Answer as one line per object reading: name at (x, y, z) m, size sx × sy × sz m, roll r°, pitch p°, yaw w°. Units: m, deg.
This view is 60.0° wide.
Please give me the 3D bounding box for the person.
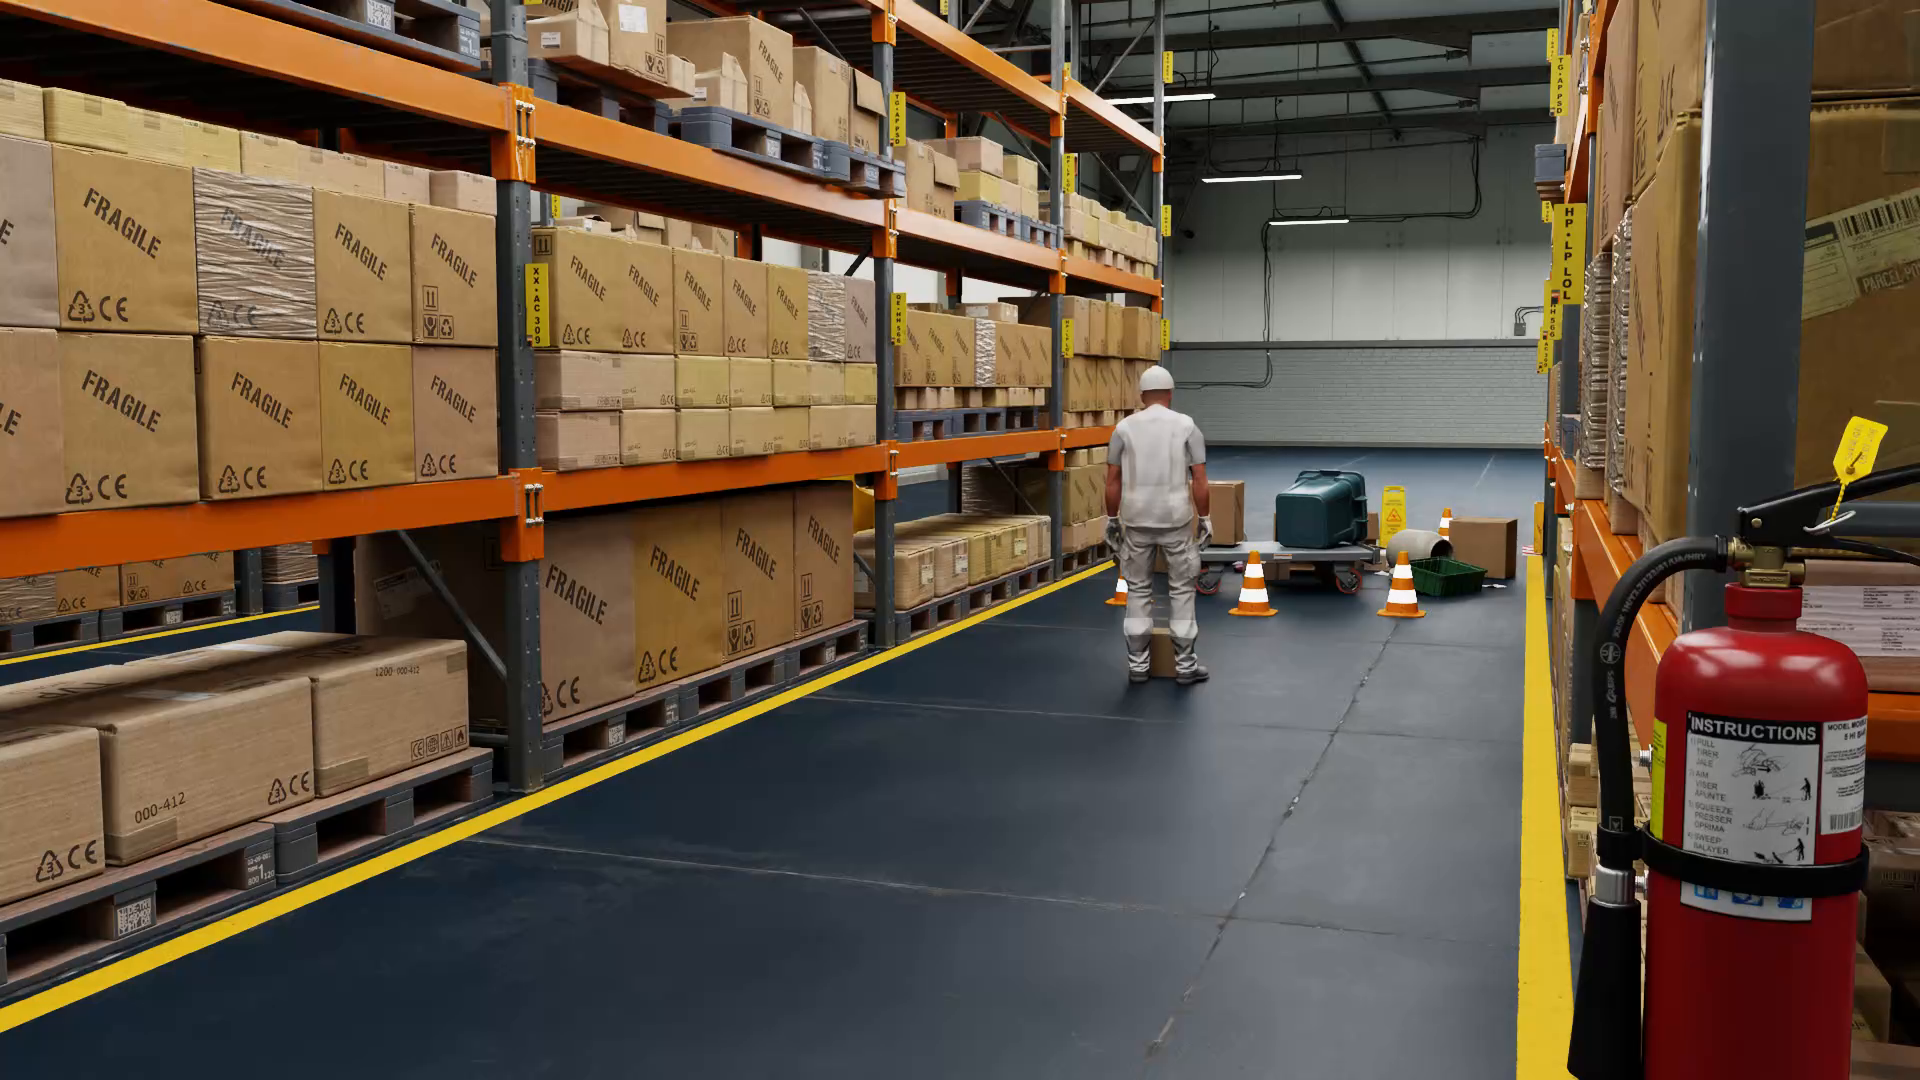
person at (15.601, -0.427, 13.379) m, size 26.498 × 1.731 × 15.774 m, roll 1°, pitch 5°, yaw 15°
